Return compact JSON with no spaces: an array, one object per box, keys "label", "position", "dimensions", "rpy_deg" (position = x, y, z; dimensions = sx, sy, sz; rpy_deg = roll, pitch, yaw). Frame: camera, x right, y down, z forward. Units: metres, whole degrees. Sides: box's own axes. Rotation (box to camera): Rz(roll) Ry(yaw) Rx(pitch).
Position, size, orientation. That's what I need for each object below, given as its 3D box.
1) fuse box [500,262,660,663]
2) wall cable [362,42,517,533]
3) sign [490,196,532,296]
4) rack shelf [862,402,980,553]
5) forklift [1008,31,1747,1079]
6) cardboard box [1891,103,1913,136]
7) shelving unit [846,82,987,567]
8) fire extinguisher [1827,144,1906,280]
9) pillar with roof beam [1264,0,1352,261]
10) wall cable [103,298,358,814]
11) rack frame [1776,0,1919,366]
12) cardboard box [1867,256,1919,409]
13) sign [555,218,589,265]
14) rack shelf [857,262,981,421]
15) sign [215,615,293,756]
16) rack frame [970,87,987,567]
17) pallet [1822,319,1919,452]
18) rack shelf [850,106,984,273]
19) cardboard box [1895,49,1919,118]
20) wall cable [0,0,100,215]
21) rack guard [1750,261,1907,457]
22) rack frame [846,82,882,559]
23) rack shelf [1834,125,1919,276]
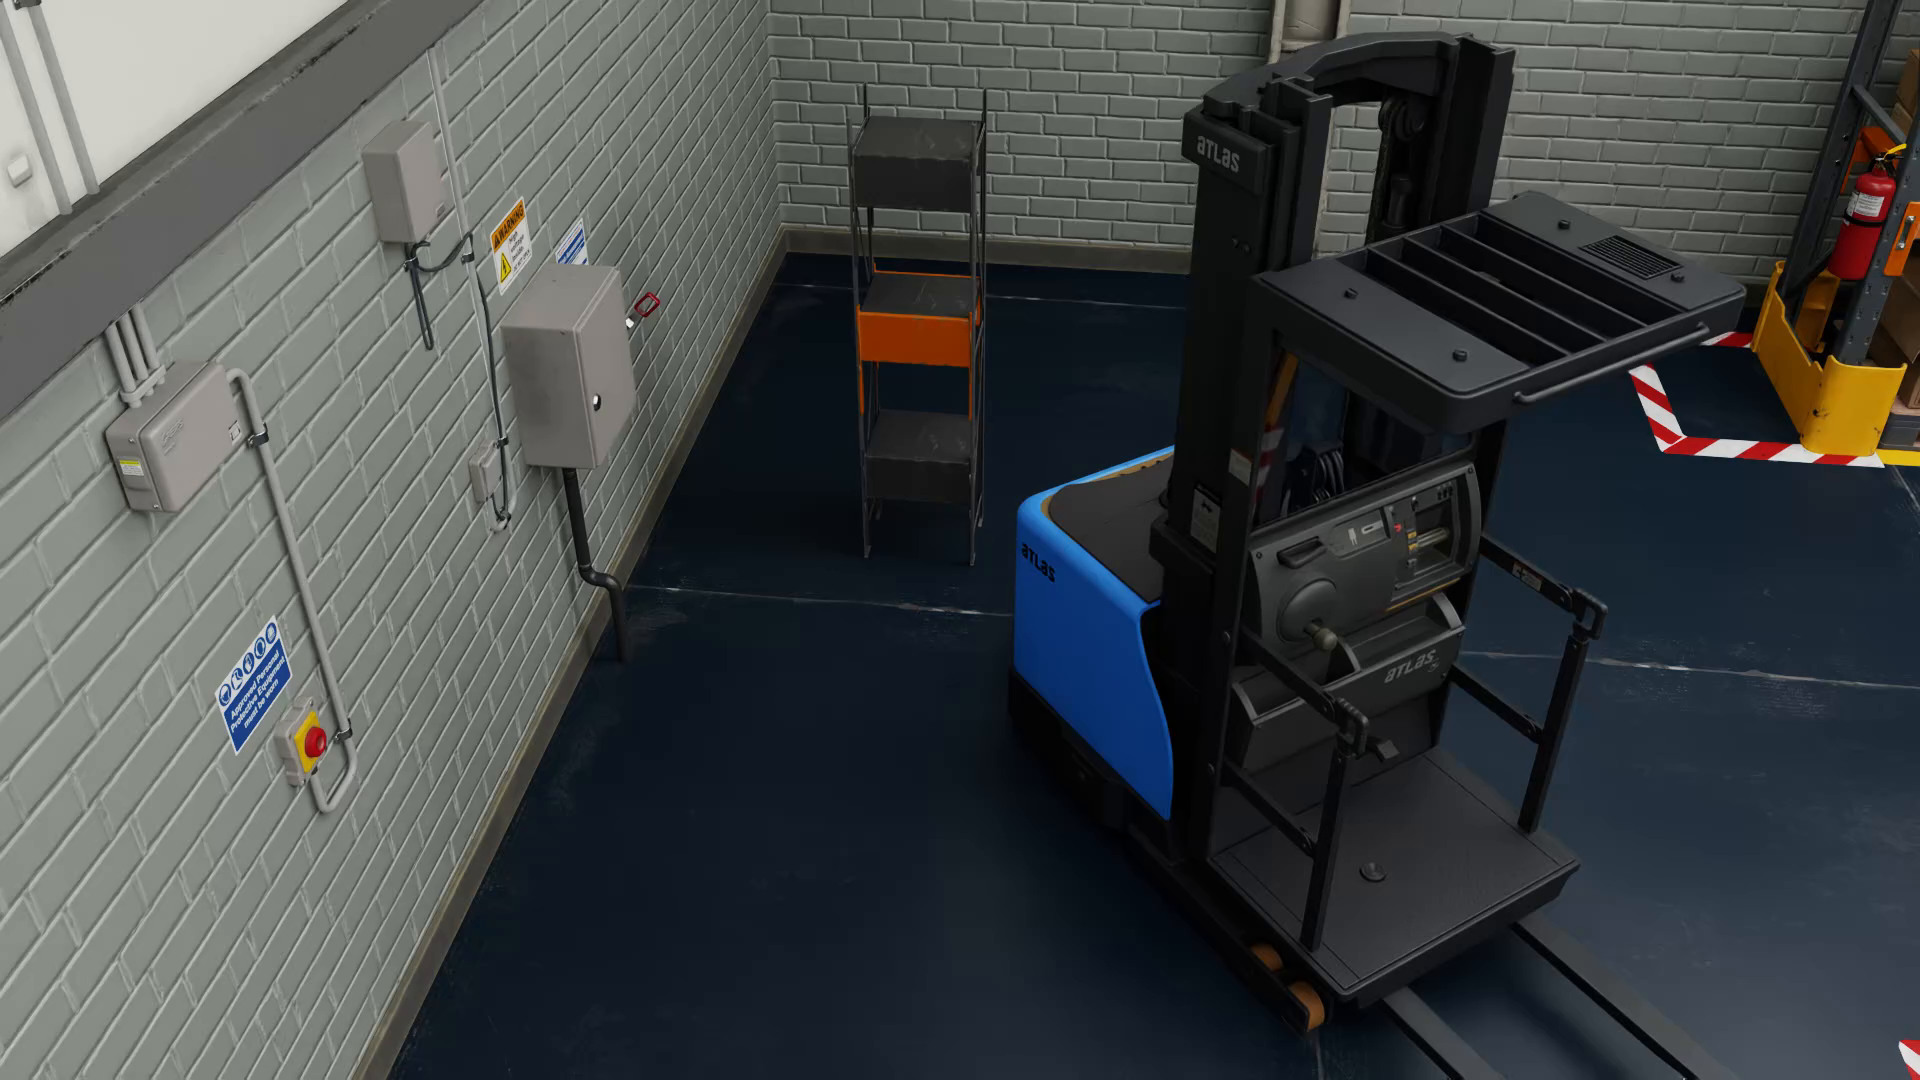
[{"label":"fuse box","position":[-1.386,-0.207,6.567],"dimensions":[0.414,1.711,0.539],"rpy_deg":[4,36,6]},{"label":"wall cable","position":[-1.629,-0.763,5.363],"dimensions":[0.122,1.984,0.588],"rpy_deg":[4,36,6]},{"label":"sign","position":[-1.598,-1.051,5.930],"dimensions":[0.001,0.242,0.339],"rpy_deg":[4,36,6]},{"label":"rack shelf","position":[-0.164,-0.286,7.572],"dimensions":[0.480,0.518,0.431],"rpy_deg":[4,36,6]},{"label":"forklift","position":[1.396,0.113,5.068],"dimensions":[1.130,2.935,3.031],"rpy_deg":[-20,40,-25]},{"label":"cardboard box","position":[4.789,-2.016,8.209],"dimensions":[0.250,0.149,0.380],"rpy_deg":[4,36,5]},{"label":"shelving unit","position":[-0.164,-0.867,7.157],"dimensions":[0.503,2.100,0.431],"rpy_deg":[4,36,6]},{"label":"fire extinguisher","position":[4.221,-1.550,7.727],"dimensions":[0.183,0.674,0.296],"rpy_deg":[4,36,6]},{"label":"pillar with roof beam","position":[1.318,-2.669,3.743],"dimensions":[0.400,9.000,9.100],"rpy_deg":[4,36,6]},{"label":"wall cable","position":[-1.798,0.042,4.208],"dimensions":[0.123,1.953,0.585],"rpy_deg":[4,36,6]},{"label":"rack frame","position":[4.426,-1.988,7.954],"dimensions":[0.127,3.000,1.000],"rpy_deg":[4,36,6]},{"label":"cardboard box","position":[5.021,-1.043,8.417],"dimensions":[0.637,0.503,0.797],"rpy_deg":[3,36,4]},{"label":"sign","position":[-1.528,-0.993,6.641],"dimensions":[0.001,0.494,0.329],"rpy_deg":[4,36,6]},{"label":"rack shelf","position":[-0.164,-0.856,7.165],"dimensions":[0.480,0.518,0.431],"rpy_deg":[4,36,6]},{"label":"sign","position":[-1.865,0.381,4.401],"dimensions":[0.001,0.218,0.327],"rpy_deg":[4,36,6]},{"label":"rack frame","position":[0.078,-0.849,7.132],"dimensions":[0.015,2.100,0.400],"rpy_deg":[4,36,6]},{"label":"pallet","position":[5.293,-0.789,8.674],"dimensions":[1.213,0.211,1.003],"rpy_deg":[4,36,6]},{"label":"rack shelf","position":[-0.164,-1.426,6.758],"dimensions":[0.480,0.518,0.431],"rpy_deg":[4,36,6]},{"label":"cardboard box","position":[4.916,-2.167,8.078],"dimensions":[0.500,0.250,0.500],"rpy_deg":[5,36,7]},{"label":"wall cable","position":[-1.880,-1.829,2.566],"dimensions":[0.029,3.000,0.463],"rpy_deg":[4,36,6]},{"label":"rack guard","position":[4.502,-0.965,8.672],"dimensions":[0.348,0.500,1.175],"rpy_deg":[4,36,6]},{"label":"rack frame","position":[-0.406,-0.885,7.183],"dimensions":[0.015,2.100,0.400],"rpy_deg":[4,36,6]},{"label":"rack shelf","position":[6.410,-1.548,7.956],"dimensions":[4.000,0.370,1.077],"rpy_deg":[4,36,6]}]
